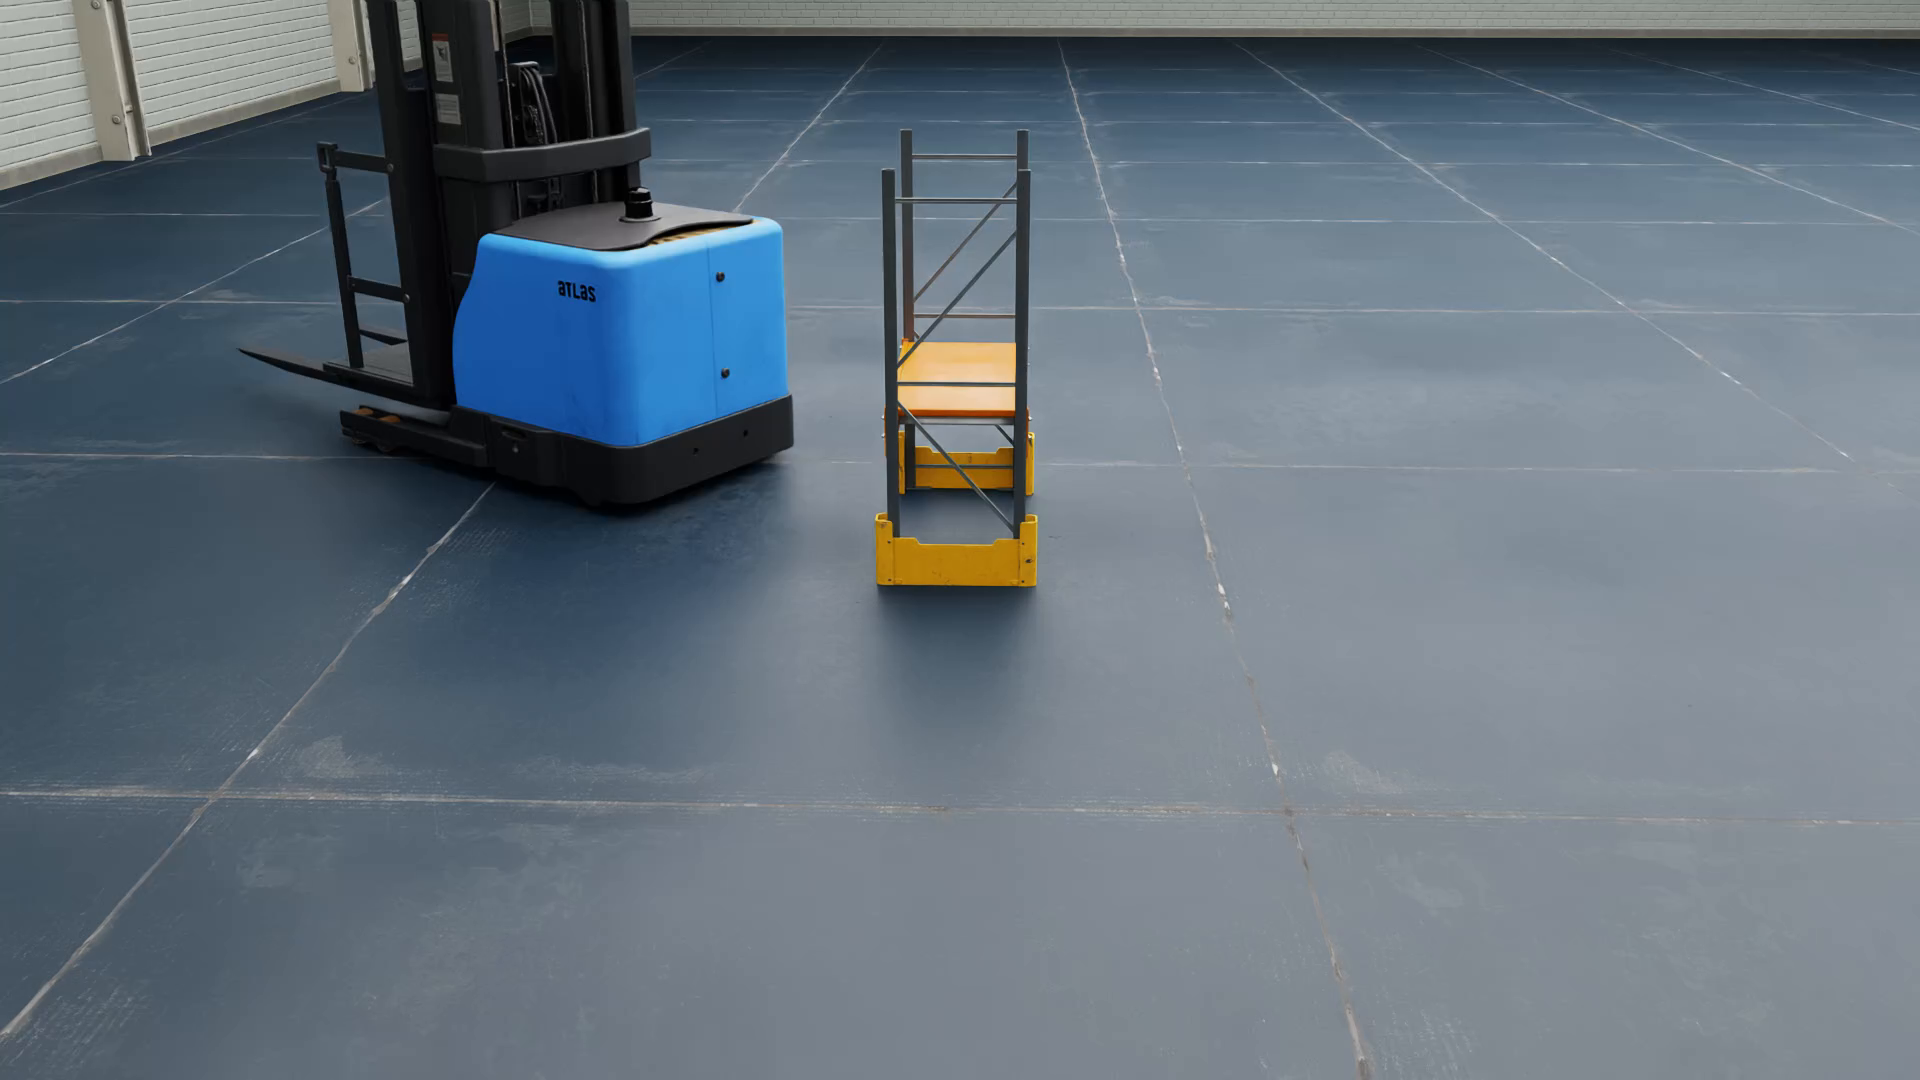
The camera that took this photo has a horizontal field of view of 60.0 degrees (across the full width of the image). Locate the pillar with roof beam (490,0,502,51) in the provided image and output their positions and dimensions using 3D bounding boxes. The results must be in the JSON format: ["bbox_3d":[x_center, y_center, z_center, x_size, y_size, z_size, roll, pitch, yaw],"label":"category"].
[{"bbox_3d":[-3.371,-12.174,25.464,9.100,9.000,0.400,1,21,2],"label":"pillar with roof beam"}]

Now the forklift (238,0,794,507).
[{"bbox_3d":[-2.233,-1.903,7.382,3.031,2.935,1.130,15,26,33],"label":"forklift"}]

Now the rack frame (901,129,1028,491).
[{"bbox_3d":[0.018,-0.914,6.811,0.500,1.500,0.032,1,21,2],"label":"rack frame"}]

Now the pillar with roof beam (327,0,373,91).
[{"bbox_3d":[-3.553,-10.005,19.873,9.100,9.000,0.400,1,21,2],"label":"pillar with roof beam"}]

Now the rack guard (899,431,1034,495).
[{"bbox_3d":[0.017,-0.324,7.019,0.587,0.250,0.087,1,21,2],"label":"rack guard"}]

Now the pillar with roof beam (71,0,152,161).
[{"bbox_3d":[-3.736,-7.835,14.282,9.100,9.000,0.400,1,21,2],"label":"pillar with roof beam"}]

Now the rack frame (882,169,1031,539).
[{"bbox_3d":[-0.013,-0.546,5.863,0.500,1.500,0.032,1,21,2],"label":"rack frame"}]

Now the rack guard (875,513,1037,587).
[{"bbox_3d":[-0.013,0.036,6.091,0.587,0.250,0.087,1,21,2],"label":"rack guard"}]

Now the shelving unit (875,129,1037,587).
[{"bbox_3d":[0.002,-0.727,6.329,0.587,1.500,1.083,1,21,2],"label":"shelving unit"}]

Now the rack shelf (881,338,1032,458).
[{"bbox_3d":[0.003,-0.562,6.402,0.538,0.185,1.000,1,21,2],"label":"rack shelf"}]
